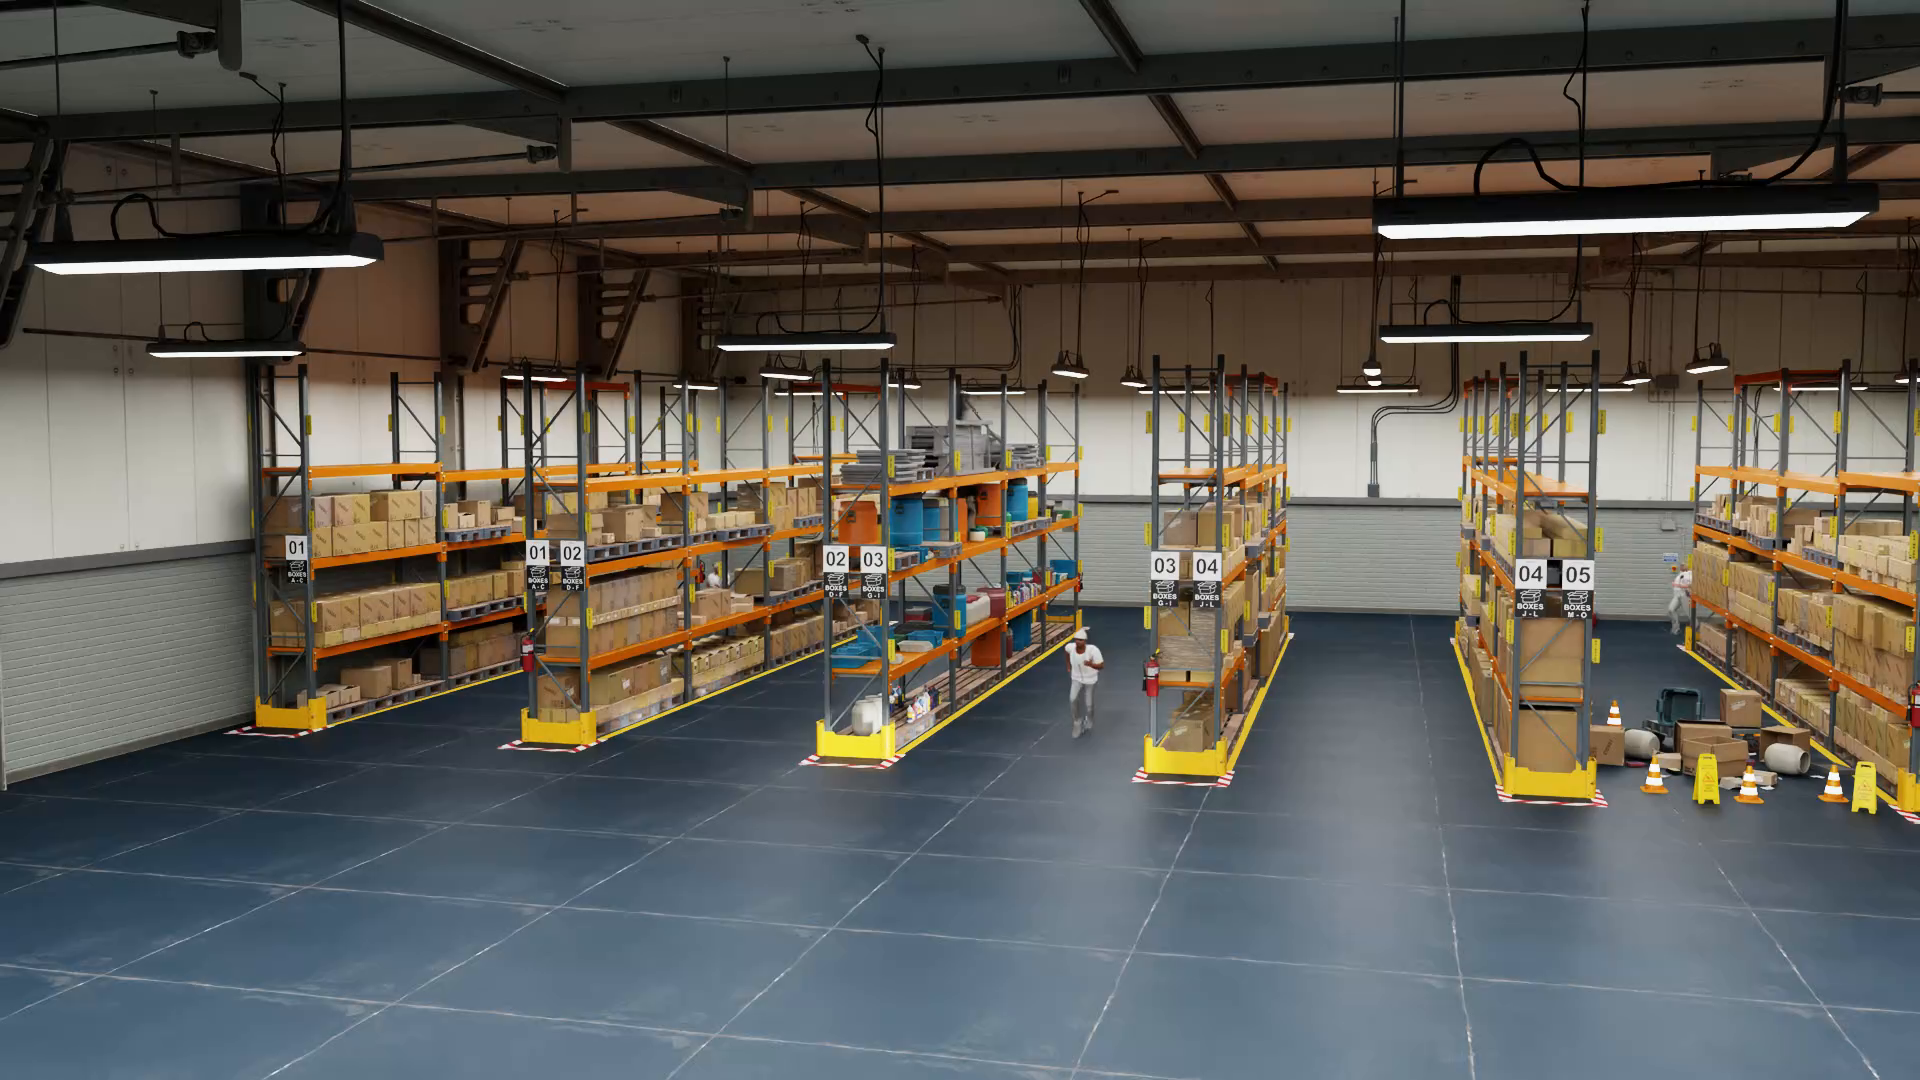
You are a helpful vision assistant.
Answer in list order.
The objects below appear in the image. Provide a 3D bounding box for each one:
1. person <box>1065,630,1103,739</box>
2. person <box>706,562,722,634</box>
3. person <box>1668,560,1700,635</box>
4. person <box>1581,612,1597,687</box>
[{"bbox_3d":[1.993,2.295,26.739,0.686,1.745,0.936,1,4,15],"label":"person"},{"bbox_3d":[-5.853,1.373,40.048,0.573,1.691,0.938,0,4,0],"label":"person"},{"bbox_3d":[17.306,1.388,39.773,0.778,1.848,0.632,-1,4,-8],"label":"person"},{"bbox_3d":[11.776,1.950,31.579,0.641,1.768,0.915,1,4,10],"label":"person"}]
